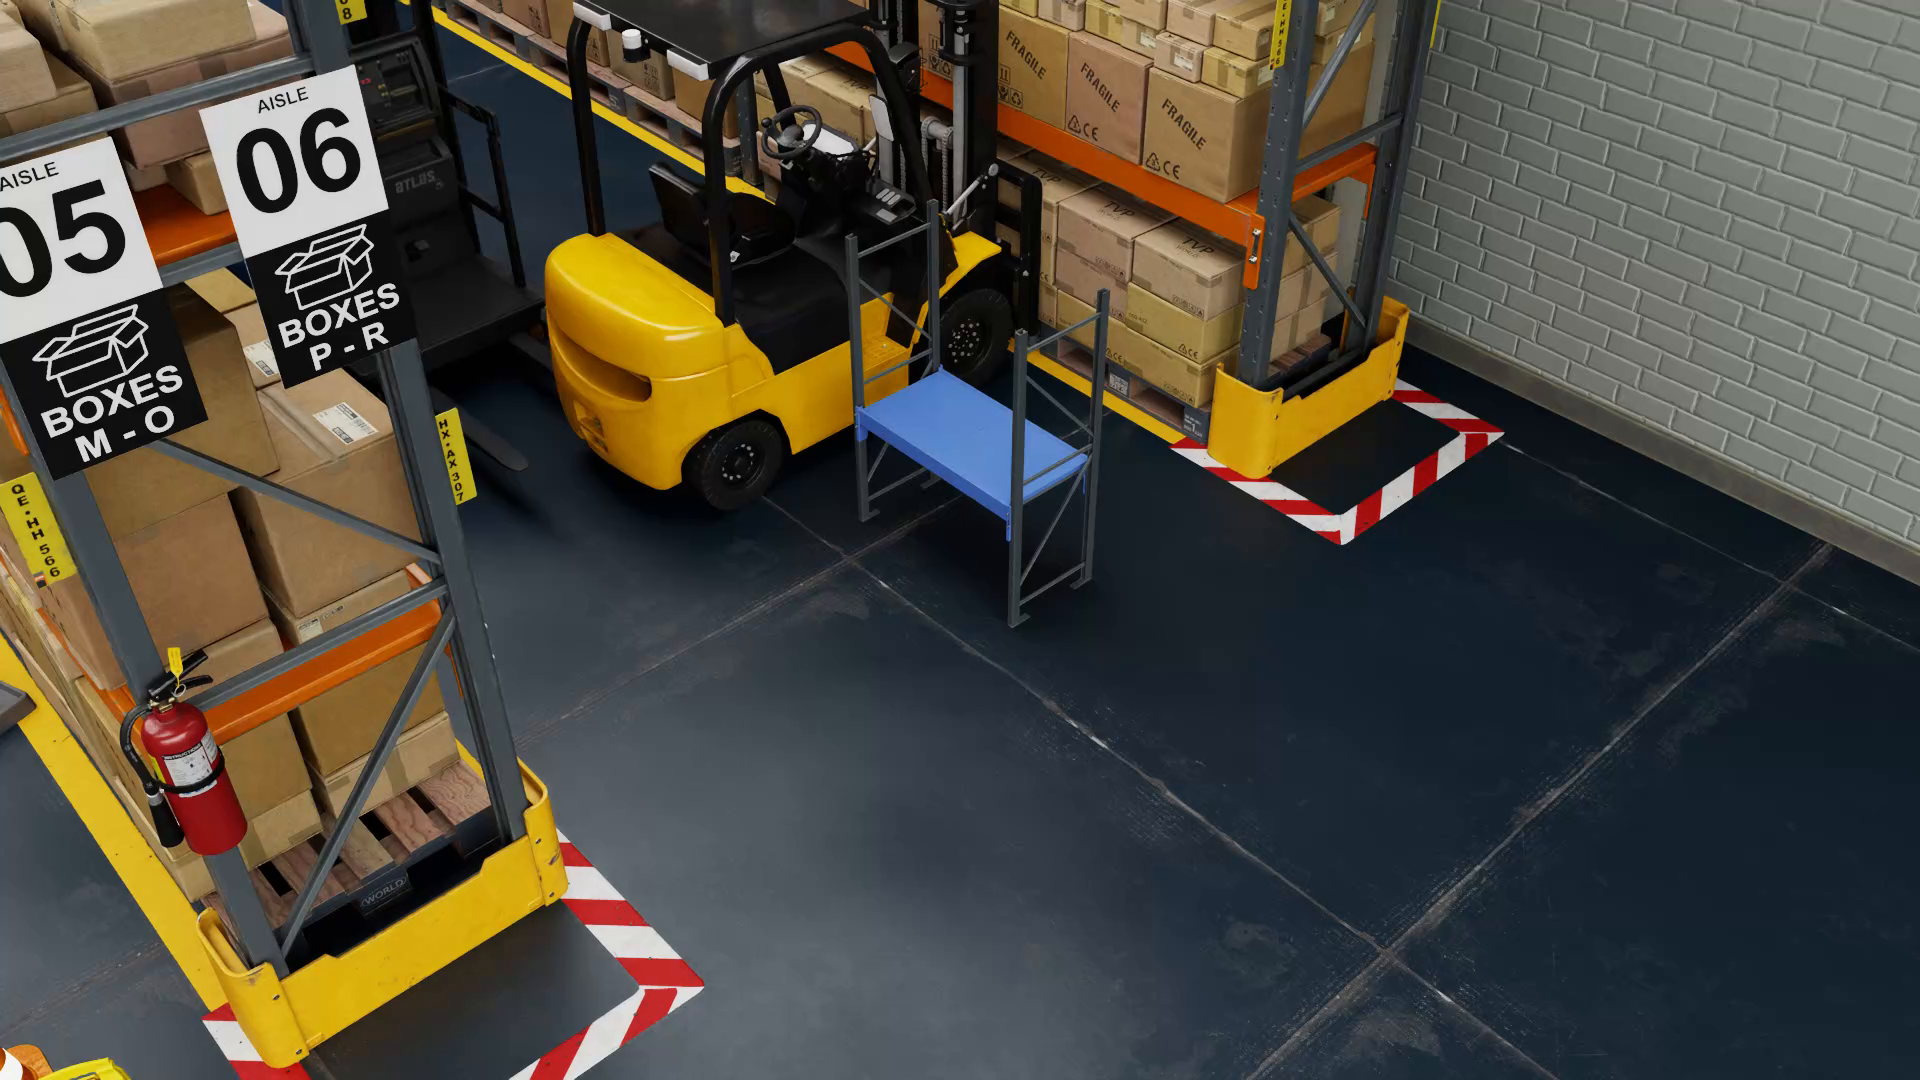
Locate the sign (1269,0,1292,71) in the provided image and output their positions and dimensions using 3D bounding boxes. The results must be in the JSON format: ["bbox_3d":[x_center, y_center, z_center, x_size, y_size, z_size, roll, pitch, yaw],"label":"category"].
[{"bbox_3d":[1.326,-2.104,6.858,0.100,0.325,0.005,-30,48,-32],"label":"sign"}]

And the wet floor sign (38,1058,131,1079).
[{"bbox_3d":[-2.579,1.784,5.028,0.267,0.644,0.232,-15,41,-17],"label":"wet floor sign"}]

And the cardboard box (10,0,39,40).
[{"bbox_3d":[-2.396,-1.482,4.693,0.500,0.250,0.500,-31,48,-32],"label":"cardboard box"}]

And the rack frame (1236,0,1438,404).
[{"bbox_3d":[1.735,-1.786,7.574,1.000,3.000,0.127,-30,48,-32],"label":"rack frame"}]

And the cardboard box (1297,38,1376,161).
[{"bbox_3d":[1.604,-2.172,7.973,0.500,0.500,0.500,-28,47,-30],"label":"cardboard box"}]

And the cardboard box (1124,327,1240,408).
[{"bbox_3d":[1.184,-0.963,8.409,0.500,0.250,0.500,-30,47,-31],"label":"cardboard box"}]

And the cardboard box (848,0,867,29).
[{"bbox_3d":[-0.498,-3.126,9.153,0.500,0.500,0.500,-29,47,-31],"label":"cardboard box"}]

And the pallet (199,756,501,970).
[{"bbox_3d":[-2.494,0.984,6.364,1.003,0.211,1.213,-30,48,-32],"label":"pallet"}]

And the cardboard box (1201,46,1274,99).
[{"bbox_3d":[1.294,-2.119,7.390,0.380,0.149,0.250,-29,47,-31],"label":"cardboard box"}]

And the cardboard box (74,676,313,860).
[{"bbox_3d":[-2.653,0.680,5.778,0.500,0.500,0.500,-30,47,-31],"label":"cardboard box"}]

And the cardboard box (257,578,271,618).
[{"bbox_3d":[-2.178,0.067,5.480,0.380,0.149,0.250,-29,47,-31],"label":"cardboard box"}]

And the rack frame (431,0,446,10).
[{"bbox_3d":[-3.676,-5.488,12.158,1.000,3.000,0.127,-30,48,-32],"label":"rack frame"}]

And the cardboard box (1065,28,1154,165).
[{"bbox_3d":[0.864,-2.185,7.989,0.500,0.500,0.500,-28,47,-31],"label":"cardboard box"}]

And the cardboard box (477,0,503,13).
[{"bbox_3d":[-3.264,-4.433,12.408,0.875,0.625,0.625,-28,47,-30],"label":"cardboard box"}]

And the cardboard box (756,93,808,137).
[{"bbox_3d":[-0.871,-2.570,10.001,0.500,0.250,0.500,-30,48,-32],"label":"cardboard box"}]

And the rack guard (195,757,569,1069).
[{"bbox_3d":[-1.970,1.262,5.789,1.175,0.500,0.348,-30,48,-32],"label":"rack guard"}]

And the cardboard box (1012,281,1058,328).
[{"bbox_3d":[0.523,-1.432,8.990,0.500,0.250,0.500,-29,47,-31],"label":"cardboard box"}]

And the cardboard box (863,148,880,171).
[{"bbox_3d":[-0.197,-2.100,9.420,0.500,0.250,0.500,-30,48,-32],"label":"cardboard box"}]

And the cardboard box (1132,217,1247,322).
[{"bbox_3d":[1.193,-1.349,8.092,0.500,0.250,0.500,-28,47,-30],"label":"cardboard box"}]

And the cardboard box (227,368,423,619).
[{"bbox_3d":[-2.035,-0.167,5.253,0.500,0.500,0.500,-31,48,-32],"label":"cardboard box"}]

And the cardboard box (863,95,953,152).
[{"bbox_3d":[-0.191,-2.296,9.264,0.500,0.250,0.500,-28,47,-30],"label":"cardboard box"}]

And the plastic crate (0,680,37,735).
[{"bbox_3d":[-4.167,0.685,6.838,0.583,0.080,0.402,18,42,21],"label":"plastic crate"}]

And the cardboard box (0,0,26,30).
[{"bbox_3d":[-2.511,-1.221,4.053,0.380,0.149,0.250,-29,47,-31],"label":"cardboard box"}]

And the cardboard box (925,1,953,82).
[{"bbox_3d":[0.169,-2.650,8.564,0.500,0.500,0.500,-30,47,-31],"label":"cardboard box"}]

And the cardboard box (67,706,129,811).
[{"bbox_3d":[-3.008,0.729,6.315,0.500,0.250,0.500,-30,48,-32],"label":"cardboard box"}]

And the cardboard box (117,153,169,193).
[{"bbox_3d":[-2.148,-1.119,4.561,0.380,0.149,0.250,-32,48,-33],"label":"cardboard box"}]

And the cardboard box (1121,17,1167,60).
[{"bbox_3d":[0.969,-2.370,7.702,0.380,0.149,0.250,-29,47,-31],"label":"cardboard box"}]

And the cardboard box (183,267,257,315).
[{"bbox_3d":[-2.733,-0.640,5.839,0.500,0.500,0.500,-31,48,-33],"label":"cardboard box"}]

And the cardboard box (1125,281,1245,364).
[{"bbox_3d":[1.175,-1.167,8.263,0.500,0.250,0.500,-31,48,-32],"label":"cardboard box"}]

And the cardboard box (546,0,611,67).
[{"bbox_3d":[-2.361,-3.823,11.652,0.875,0.625,0.625,-32,49,-33],"label":"cardboard box"}]

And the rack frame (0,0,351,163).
[{"bbox_3d":[-1.919,-2.009,3.075,1.000,3.000,0.127,-30,48,-32],"label":"rack frame"}]

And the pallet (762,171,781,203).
[{"bbox_3d":[-0.464,-2.167,10.264,1.003,0.211,1.213,-30,48,-32],"label":"pallet"}]

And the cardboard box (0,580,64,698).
[{"bbox_3d":[-3.345,0.203,6.368,0.500,0.500,0.500,-31,48,-33],"label":"cardboard box"}]

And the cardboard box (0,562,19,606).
[{"bbox_3d":[-3.295,0.046,6.047,0.380,0.149,0.250,-28,47,-30],"label":"cardboard box"}]

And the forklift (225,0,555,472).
[{"bbox_3d":[-2.879,-2.117,8.039,1.130,2.935,3.031,-31,48,-33],"label":"forklift"}]

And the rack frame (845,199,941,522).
[{"bbox_3d":[-0.286,-0.779,7.521,0.500,1.500,0.032,-30,48,-32],"label":"rack frame"}]

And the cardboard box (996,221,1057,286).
[{"bbox_3d":[0.479,-1.633,8.841,0.500,0.250,0.500,-31,48,-33],"label":"cardboard box"}]

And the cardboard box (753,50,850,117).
[{"bbox_3d":[-0.875,-2.763,9.842,0.500,0.250,0.500,-31,48,-32],"label":"cardboard box"}]

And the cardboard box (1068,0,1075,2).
[{"bbox_3d":[0.579,-2.700,7.873,0.380,0.149,0.250,-29,47,-31],"label":"cardboard box"}]

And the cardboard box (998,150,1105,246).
[{"bbox_3d":[0.495,-1.812,8.665,0.500,0.250,0.500,-29,47,-31],"label":"cardboard box"}]

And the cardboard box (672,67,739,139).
[{"bbox_3d":[-1.332,-3.113,10.773,0.875,0.625,0.625,-28,46,-30],"label":"cardboard box"}]

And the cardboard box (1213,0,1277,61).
[{"bbox_3d":[1.337,-2.269,7.340,0.380,0.149,0.250,-30,48,-32],"label":"cardboard box"}]

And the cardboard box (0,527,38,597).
[{"bbox_3d":[-2.824,-0.197,5.291,0.500,0.500,0.500,-30,48,-32],"label":"cardboard box"}]

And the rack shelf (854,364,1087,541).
[{"bbox_3d":[0.058,-0.404,7.343,0.538,0.185,1.000,-30,48,-32],"label":"rack shelf"}]

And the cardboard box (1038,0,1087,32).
[{"bbox_3d":[0.594,-2.593,7.978,0.380,0.149,0.250,-32,49,-33],"label":"cardboard box"}]

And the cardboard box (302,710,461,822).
[{"bbox_3d":[-2.261,0.741,6.300,0.500,0.250,0.500,-30,48,-32],"label":"cardboard box"}]

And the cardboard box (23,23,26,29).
[{"bbox_3d":[-2.793,-1.261,4.419,0.500,0.250,0.500,-31,48,-32],"label":"cardboard box"}]

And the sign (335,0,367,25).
[{"bbox_3d":[-1.520,-1.412,4.029,0.100,0.325,0.005,-30,48,-32],"label":"sign"}]

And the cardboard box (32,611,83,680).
[{"bbox_3d":[-2.951,0.286,5.750,0.380,0.149,0.250,-29,47,-31],"label":"cardboard box"}]

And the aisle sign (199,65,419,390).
[{"bbox_3d":[-1.649,-0.789,4.271,0.394,0.787,0.004,-30,48,-32],"label":"aisle sign"}]

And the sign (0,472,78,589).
[{"bbox_3d":[-2.341,-0.022,4.216,0.100,0.325,0.005,-30,48,-32],"label":"sign"}]

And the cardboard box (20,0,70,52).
[{"bbox_3d":[-2.191,-1.415,4.293,0.380,0.149,0.250,-30,48,-32],"label":"cardboard box"}]

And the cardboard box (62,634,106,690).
[{"bbox_3d":[-2.583,0.271,5.228,0.380,0.149,0.250,-31,48,-32],"label":"cardboard box"}]

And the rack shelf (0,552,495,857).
[{"bbox_3d":[-3.272,-0.321,6.332,1.077,0.370,4.000,-30,48,-32],"label":"rack shelf"}]

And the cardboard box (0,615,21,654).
[{"bbox_3d":[-3.694,0.255,6.901,0.500,0.250,0.500,-31,48,-32],"label":"cardboard box"}]

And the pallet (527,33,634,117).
[{"bbox_3d":[-2.327,-3.442,11.843,1.003,0.211,1.213,-30,48,-32],"label":"pallet"}]

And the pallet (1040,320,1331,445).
[{"bbox_3d":[1.187,-1.037,8.866,1.003,0.211,1.213,-30,48,-32],"label":"pallet"}]

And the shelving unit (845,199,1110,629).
[{"bbox_3d":[0.058,-0.544,7.230,0.538,1.500,1.048,-30,48,-32],"label":"shelving unit"}]

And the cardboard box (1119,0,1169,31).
[{"bbox_3d":[0.950,-2.480,7.600,0.380,0.149,0.250,-29,47,-31],"label":"cardboard box"}]
